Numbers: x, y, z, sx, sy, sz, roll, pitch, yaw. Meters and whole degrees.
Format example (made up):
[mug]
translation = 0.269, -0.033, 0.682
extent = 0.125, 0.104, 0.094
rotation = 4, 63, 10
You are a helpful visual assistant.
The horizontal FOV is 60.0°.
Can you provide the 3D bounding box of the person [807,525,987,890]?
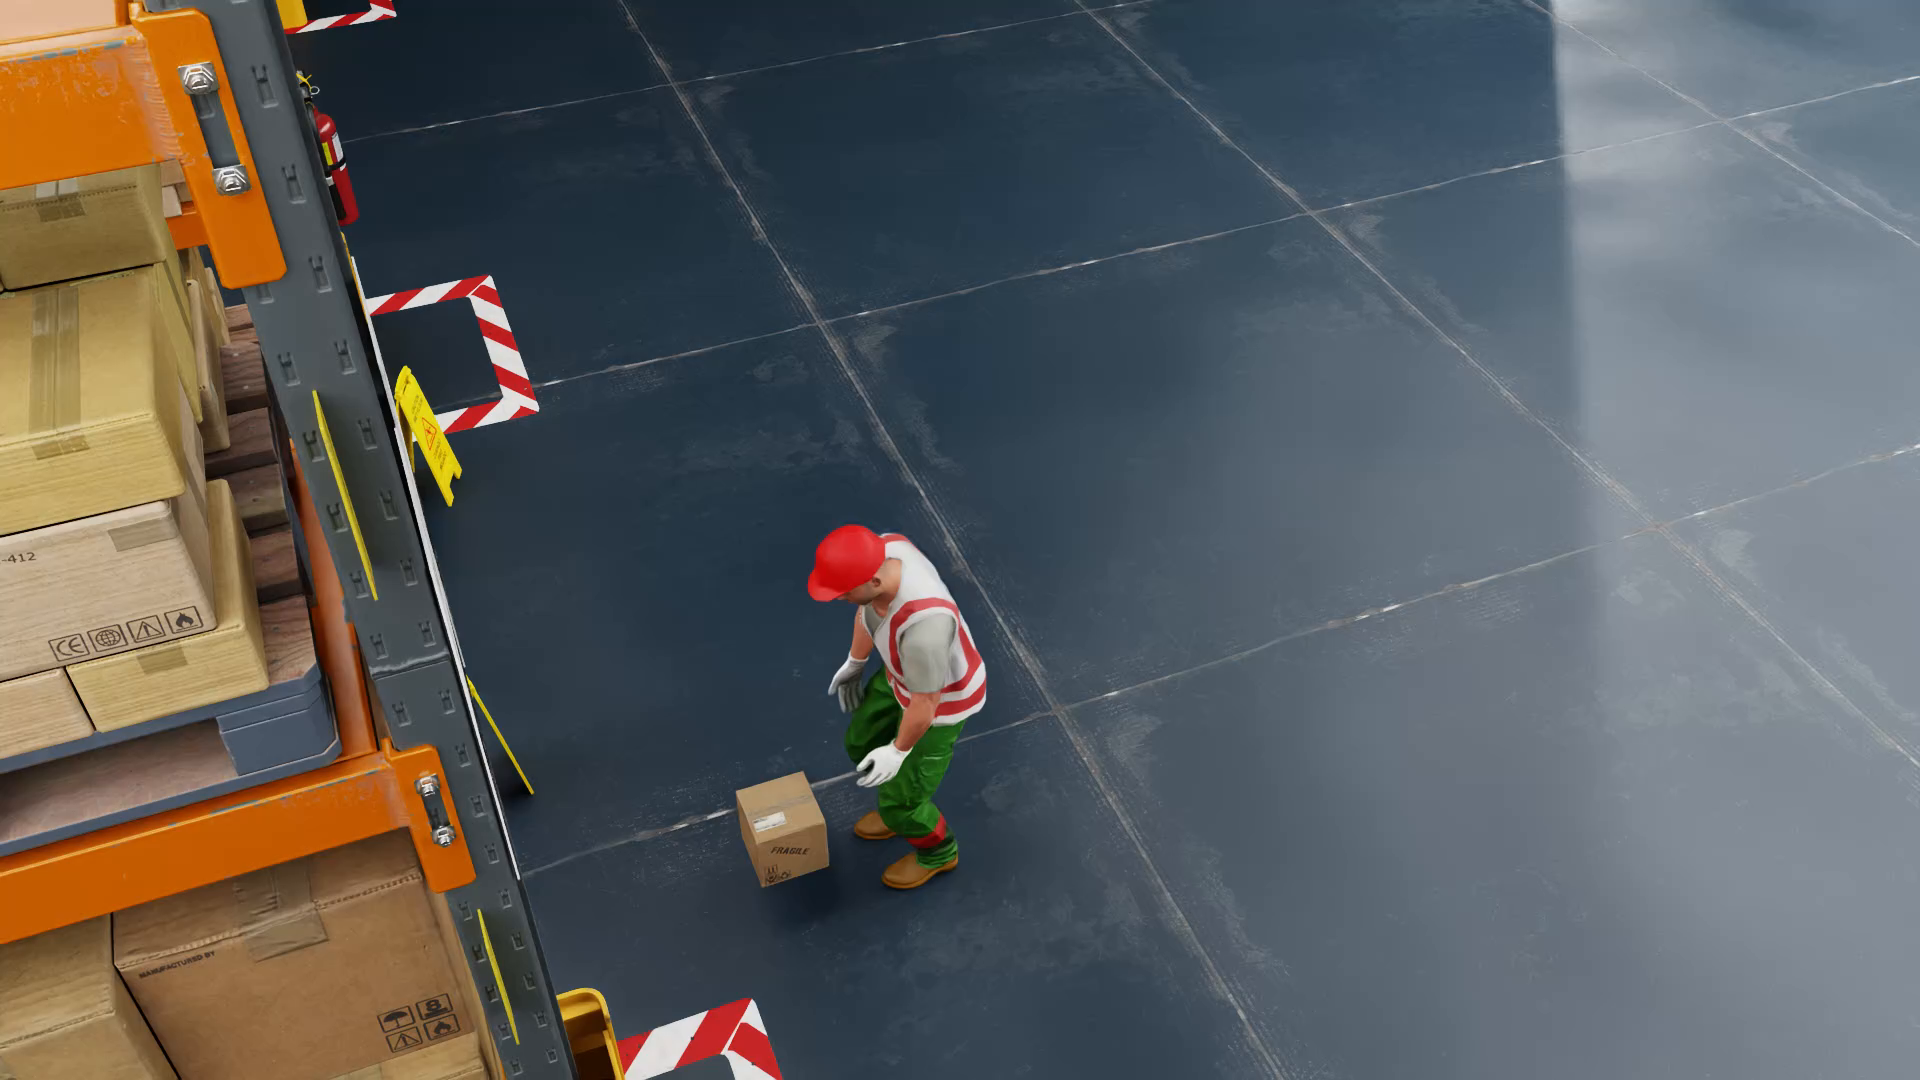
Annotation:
[person]
translation = -0.200, 0.555, 5.620
extent = 0.580, 1.647, 0.564
rotation = -14, 43, -16
